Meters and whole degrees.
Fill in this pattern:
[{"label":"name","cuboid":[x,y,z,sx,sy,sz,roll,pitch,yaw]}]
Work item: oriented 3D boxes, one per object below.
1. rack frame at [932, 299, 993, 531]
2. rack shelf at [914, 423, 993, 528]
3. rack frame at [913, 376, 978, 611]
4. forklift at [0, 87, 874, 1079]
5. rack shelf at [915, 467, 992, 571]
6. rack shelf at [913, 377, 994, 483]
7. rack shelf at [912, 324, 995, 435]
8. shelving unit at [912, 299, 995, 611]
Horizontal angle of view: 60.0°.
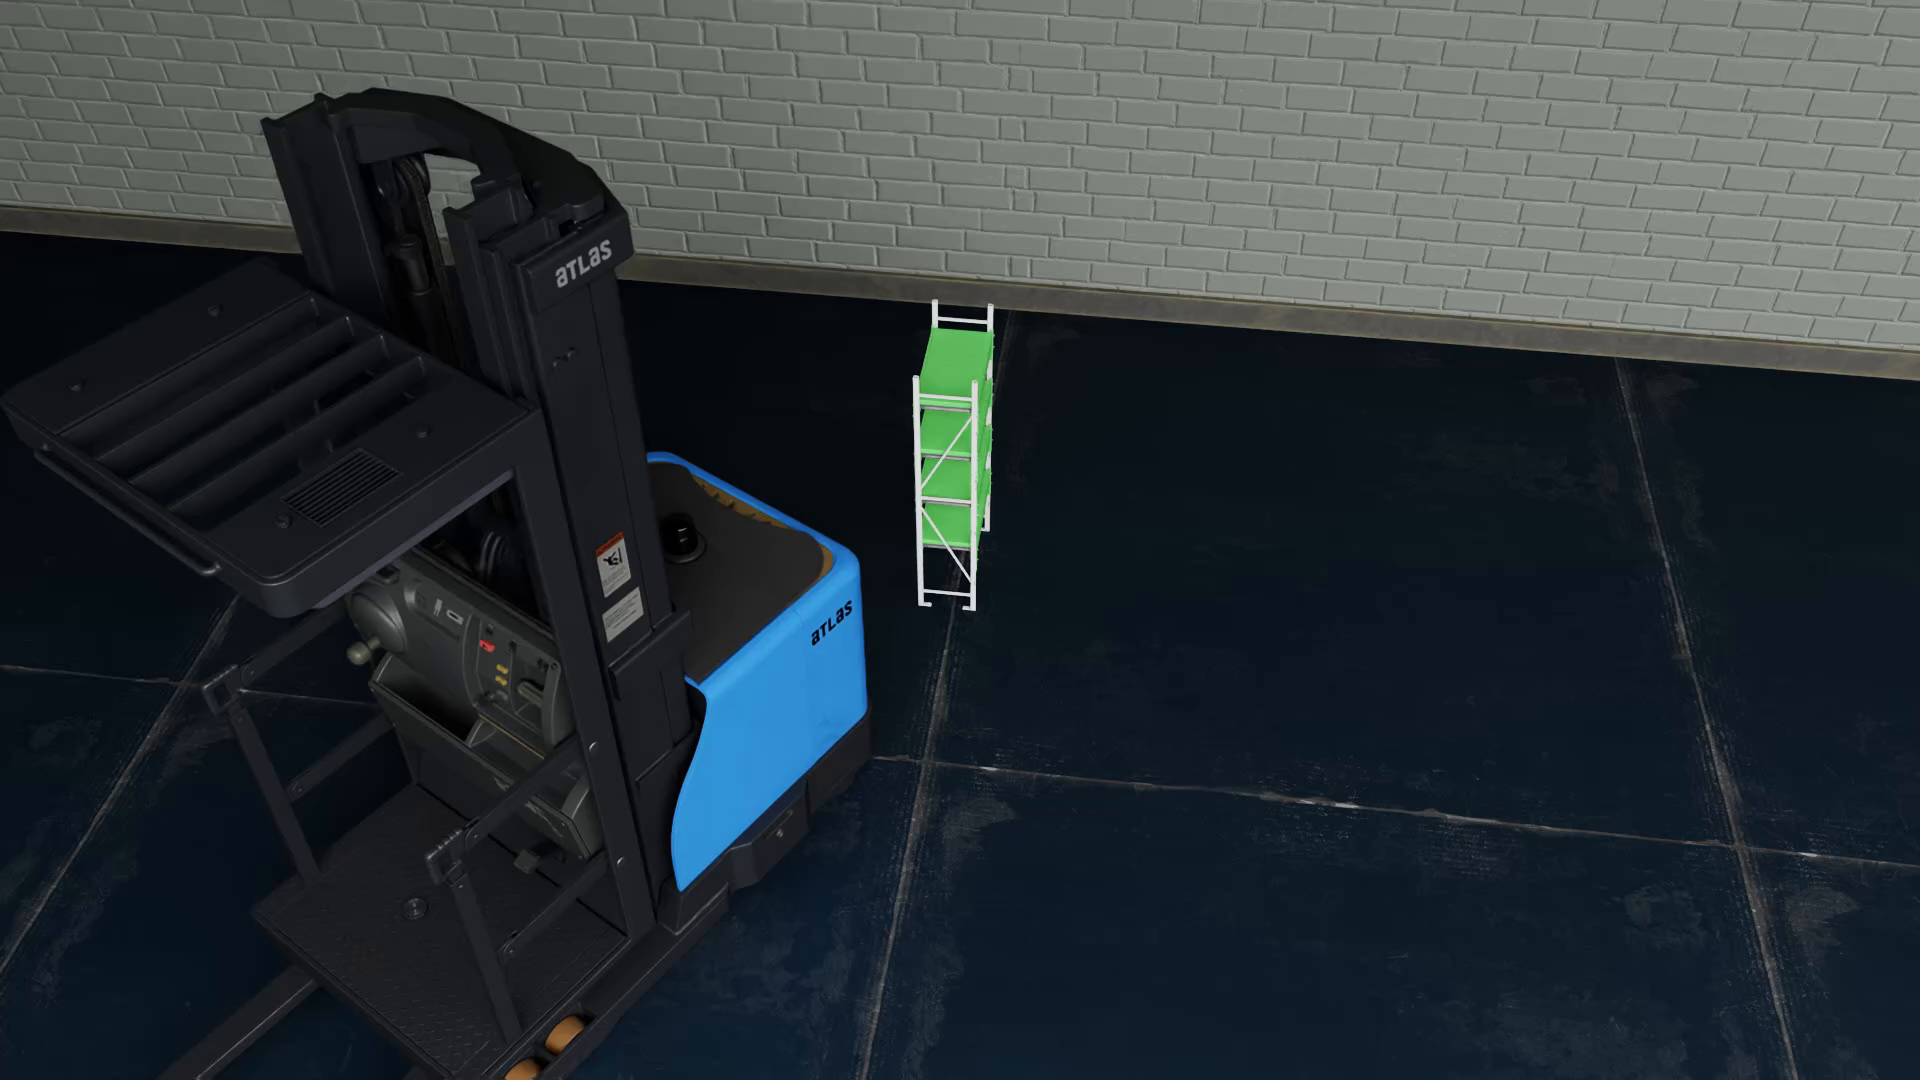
[{"label":"rack frame","cuboid":[0.010,-0.489,6.894,0.240,1.200,0.015,5,44,6]},{"label":"rack shelf","cuboid":[-0.022,-0.276,6.762,0.258,0.148,0.480,5,44,6]},{"label":"rack frame","cuboid":[-0.054,-0.157,6.543,0.240,1.200,0.015,5,44,6]},{"label":"forklift","cuboid":[-1.613,0.375,4.722,1.130,2.935,3.031,27,50,26]},{"label":"rack shelf","cuboid":[-0.022,-0.102,6.927,0.258,0.148,0.480,5,44,6]},{"label":"rack shelf","cuboid":[-0.022,-0.451,6.597,0.258,0.148,0.480,5,44,6]},{"label":"rack shelf","cuboid":[-0.022,-0.625,6.432,0.258,0.148,0.480,5,44,6]},{"label":"shelving unit","cuboid":[-0.022,-0.323,6.718,0.258,1.200,0.503,5,44,6]}]
